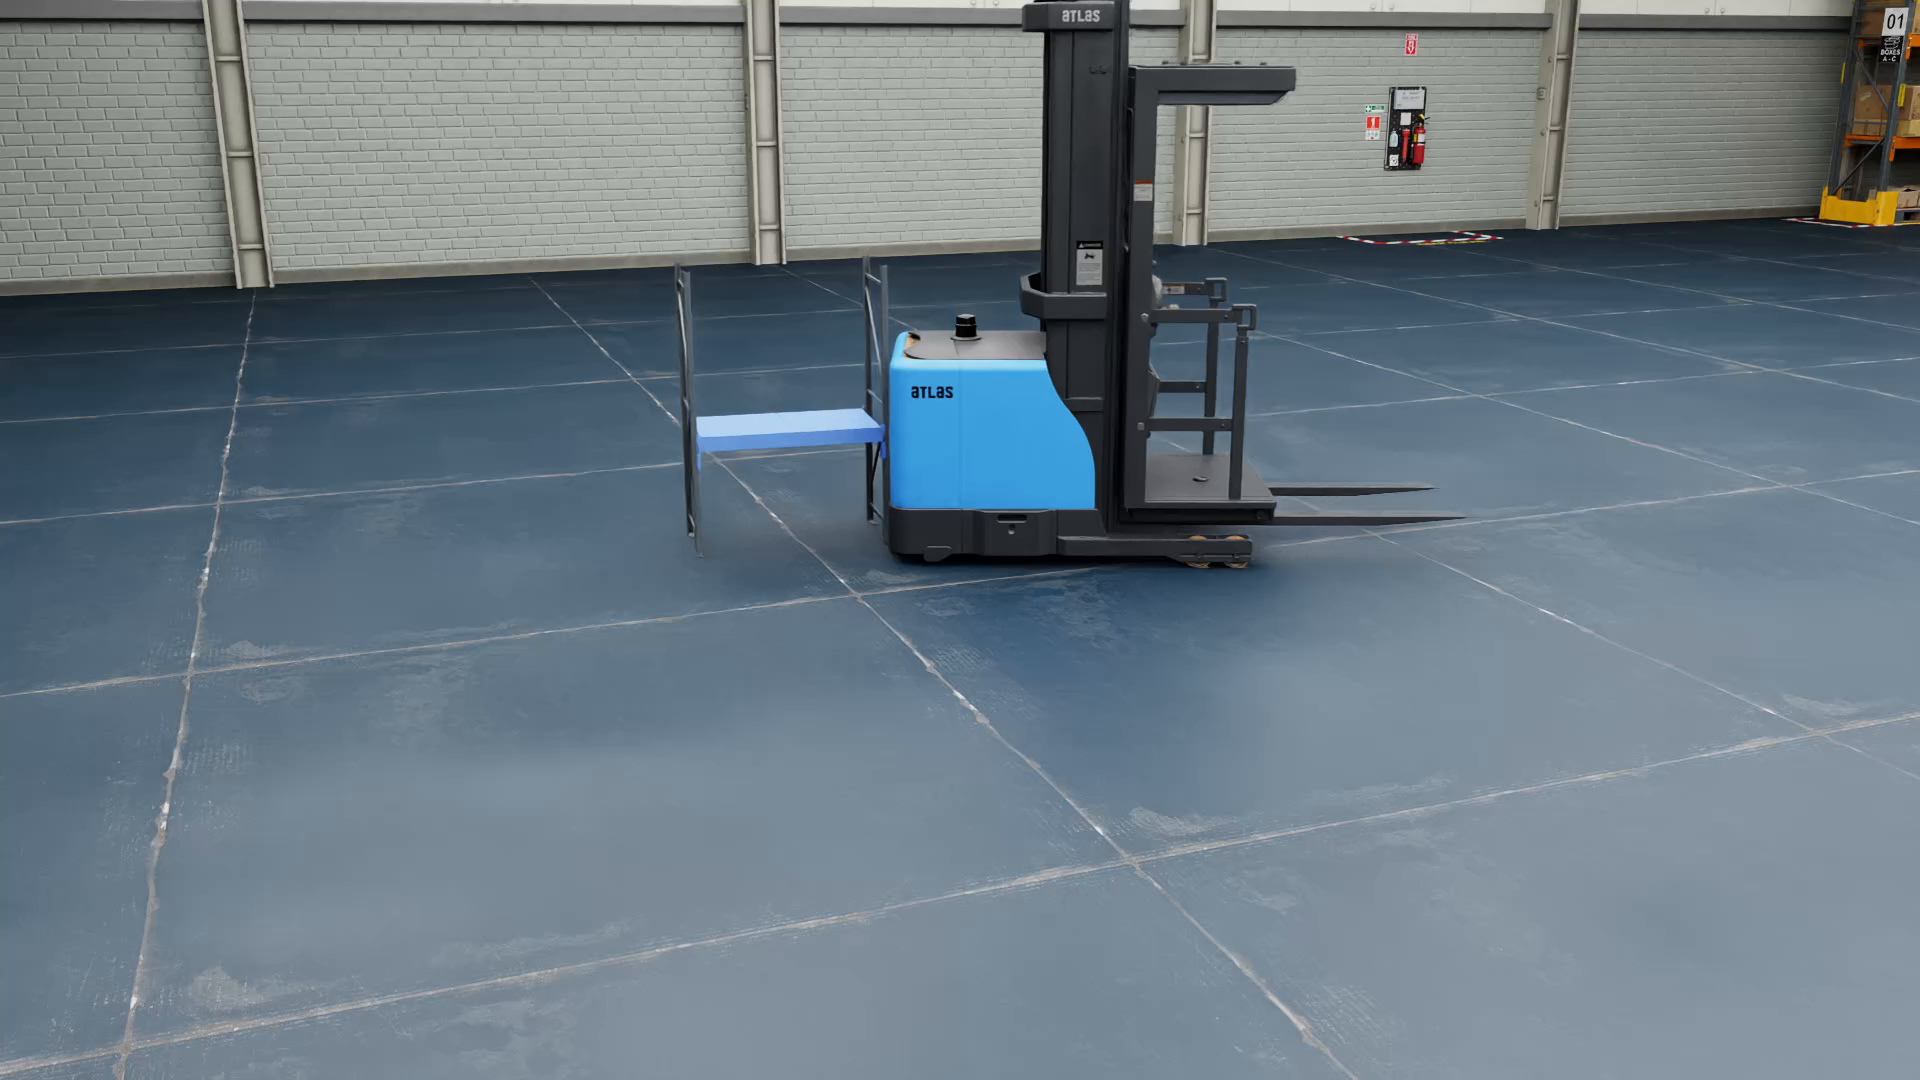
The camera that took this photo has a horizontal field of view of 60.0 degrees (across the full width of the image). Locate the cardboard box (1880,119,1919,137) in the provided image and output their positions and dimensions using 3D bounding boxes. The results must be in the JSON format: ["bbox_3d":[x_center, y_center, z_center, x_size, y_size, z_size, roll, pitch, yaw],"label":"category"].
[{"bbox_3d":[14.611,-6.358,25.656,0.500,0.250,0.500,-7,18,-22],"label":"cardboard box"}]

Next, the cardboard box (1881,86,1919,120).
[{"bbox_3d":[14.595,-6.721,25.562,0.500,0.500,0.500,-6,17,-20],"label":"cardboard box"}]

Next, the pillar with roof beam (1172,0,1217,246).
[{"bbox_3d":[4.721,-7.289,17.947,0.400,9.000,9.100,-6,17,-20],"label":"pillar with roof beam"}]

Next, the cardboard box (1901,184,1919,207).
[{"bbox_3d":[15.252,-5.479,26.424,0.500,0.311,0.500,-5,17,-15],"label":"cardboard box"}]

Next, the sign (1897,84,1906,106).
[{"bbox_3d":[14.236,-6.727,25.146,0.005,0.325,0.100,-6,17,-20],"label":"sign"}]

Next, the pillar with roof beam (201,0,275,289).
[{"bbox_3d":[-6.485,-6.079,13.827,0.400,9.000,9.100,-6,17,-20],"label":"pillar with roof beam"}]

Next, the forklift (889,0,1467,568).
[{"bbox_3d":[1.147,-1.410,8.699,3.031,2.935,1.130,0,16,0],"label":"forklift"}]

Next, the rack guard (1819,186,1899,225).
[{"bbox_3d":[14.113,-5.263,26.133,0.348,0.500,1.175,-6,17,-20],"label":"rack guard"}]

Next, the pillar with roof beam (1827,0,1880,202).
[{"bbox_3d":[15.926,-8.498,22.067,0.400,9.000,9.100,-6,17,-20],"label":"pillar with roof beam"}]

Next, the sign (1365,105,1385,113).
[{"bbox_3d":[5.916,-6.150,23.712,0.331,0.109,0.001,-6,17,-20],"label":"sign"}]

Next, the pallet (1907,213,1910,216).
[{"bbox_3d":[16.021,-5.319,26.836,1.213,0.211,1.003,-6,17,-20],"label":"pallet"}]

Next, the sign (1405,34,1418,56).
[{"bbox_3d":[6.419,-7.046,23.655,0.199,0.298,0.001,-6,17,-20],"label":"sign"}]

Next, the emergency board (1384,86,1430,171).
[{"bbox_3d":[6.462,-5.909,23.895,0.643,1.169,0.194,-6,17,-20],"label":"emergency board"}]

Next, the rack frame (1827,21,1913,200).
[{"bbox_3d":[14.042,-6.455,25.754,0.127,3.000,1.000,-6,17,-20],"label":"rack frame"}]

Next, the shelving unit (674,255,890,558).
[{"bbox_3d":[-0.945,-0.730,8.922,1.048,1.500,0.538,-4,17,-14],"label":"shelving unit"}]

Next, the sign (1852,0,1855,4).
[{"bbox_3d":[13.862,-8.467,25.711,0.005,0.325,0.100,-6,17,-20],"label":"sign"}]

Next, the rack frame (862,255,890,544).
[{"bbox_3d":[-0.454,-0.766,9.046,0.032,1.500,0.500,-4,17,-14],"label":"rack frame"}]

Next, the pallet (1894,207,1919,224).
[{"bbox_3d":[14.884,-5.197,26.421,1.213,0.211,1.003,-6,17,-20],"label":"pallet"}]

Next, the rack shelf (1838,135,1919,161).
[{"bbox_3d":[15.909,-6.311,26.542,4.000,0.370,1.077,-6,17,-20],"label":"rack shelf"}]

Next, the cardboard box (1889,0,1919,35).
[{"bbox_3d":[14.443,-7.919,25.206,0.500,0.500,0.500,-6,17,-19],"label":"cardboard box"}]

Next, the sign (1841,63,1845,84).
[{"bbox_3d":[13.862,-7.310,26.051,0.005,0.325,0.100,-6,17,-20],"label":"sign"}]

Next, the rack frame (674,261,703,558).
[{"bbox_3d":[-1.437,-0.693,8.798,0.032,1.500,0.500,-4,17,-14],"label":"rack frame"}]

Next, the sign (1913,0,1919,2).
[{"bbox_3d":[14.236,-8.170,24.722,0.005,0.325,0.100,-6,17,-20],"label":"sign"}]

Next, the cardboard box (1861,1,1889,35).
[{"bbox_3d":[14.341,-8.060,25.685,0.500,0.500,0.500,-5,17,-16],"label":"cardboard box"}]

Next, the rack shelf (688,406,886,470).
[{"bbox_3d":[-0.945,-0.557,8.972,1.000,0.185,0.538,-4,17,-14],"label":"rack shelf"}]

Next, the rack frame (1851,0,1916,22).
[{"bbox_3d":[14.042,-9.333,24.909,0.127,3.000,1.000,-6,17,-20],"label":"rack frame"}]

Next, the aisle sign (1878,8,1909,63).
[{"bbox_3d":[14.082,-7.616,25.095,0.004,0.787,0.394,-6,17,-20],"label":"aisle sign"}]

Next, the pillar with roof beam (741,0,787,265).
[{"bbox_3d":[-0.882,-6.684,15.887,0.400,9.000,9.100,-6,17,-20],"label":"pillar with roof beam"}]

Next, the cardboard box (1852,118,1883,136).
[{"bbox_3d":[14.409,-6.490,26.107,0.500,0.250,0.500,-6,17,-19],"label":"cardboard box"}]

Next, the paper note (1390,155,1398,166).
[{"bbox_3d":[6.272,-5.486,24.021,0.142,0.148,0.016,-6,17,-20],"label":"paper note"}]

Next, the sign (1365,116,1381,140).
[{"bbox_3d":[5.909,-5.897,23.793,0.234,0.329,0.001,-6,17,-20],"label":"sign"}]

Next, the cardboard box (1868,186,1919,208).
[{"bbox_3d":[14.720,-5.422,26.228,0.500,0.311,0.500,-8,18,-26],"label":"cardboard box"}]

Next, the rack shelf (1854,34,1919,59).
[{"bbox_3d":[15.909,-7.750,26.120,4.000,0.370,1.077,-6,17,-20],"label":"rack shelf"}]

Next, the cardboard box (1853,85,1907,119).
[{"bbox_3d":[14.406,-6.855,26.019,0.500,0.500,0.500,-6,18,-21],"label":"cardboard box"}]

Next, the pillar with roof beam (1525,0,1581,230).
[{"bbox_3d":[10.323,-7.894,20.007,0.400,9.000,9.100,-6,17,-20],"label":"pillar with roof beam"}]
